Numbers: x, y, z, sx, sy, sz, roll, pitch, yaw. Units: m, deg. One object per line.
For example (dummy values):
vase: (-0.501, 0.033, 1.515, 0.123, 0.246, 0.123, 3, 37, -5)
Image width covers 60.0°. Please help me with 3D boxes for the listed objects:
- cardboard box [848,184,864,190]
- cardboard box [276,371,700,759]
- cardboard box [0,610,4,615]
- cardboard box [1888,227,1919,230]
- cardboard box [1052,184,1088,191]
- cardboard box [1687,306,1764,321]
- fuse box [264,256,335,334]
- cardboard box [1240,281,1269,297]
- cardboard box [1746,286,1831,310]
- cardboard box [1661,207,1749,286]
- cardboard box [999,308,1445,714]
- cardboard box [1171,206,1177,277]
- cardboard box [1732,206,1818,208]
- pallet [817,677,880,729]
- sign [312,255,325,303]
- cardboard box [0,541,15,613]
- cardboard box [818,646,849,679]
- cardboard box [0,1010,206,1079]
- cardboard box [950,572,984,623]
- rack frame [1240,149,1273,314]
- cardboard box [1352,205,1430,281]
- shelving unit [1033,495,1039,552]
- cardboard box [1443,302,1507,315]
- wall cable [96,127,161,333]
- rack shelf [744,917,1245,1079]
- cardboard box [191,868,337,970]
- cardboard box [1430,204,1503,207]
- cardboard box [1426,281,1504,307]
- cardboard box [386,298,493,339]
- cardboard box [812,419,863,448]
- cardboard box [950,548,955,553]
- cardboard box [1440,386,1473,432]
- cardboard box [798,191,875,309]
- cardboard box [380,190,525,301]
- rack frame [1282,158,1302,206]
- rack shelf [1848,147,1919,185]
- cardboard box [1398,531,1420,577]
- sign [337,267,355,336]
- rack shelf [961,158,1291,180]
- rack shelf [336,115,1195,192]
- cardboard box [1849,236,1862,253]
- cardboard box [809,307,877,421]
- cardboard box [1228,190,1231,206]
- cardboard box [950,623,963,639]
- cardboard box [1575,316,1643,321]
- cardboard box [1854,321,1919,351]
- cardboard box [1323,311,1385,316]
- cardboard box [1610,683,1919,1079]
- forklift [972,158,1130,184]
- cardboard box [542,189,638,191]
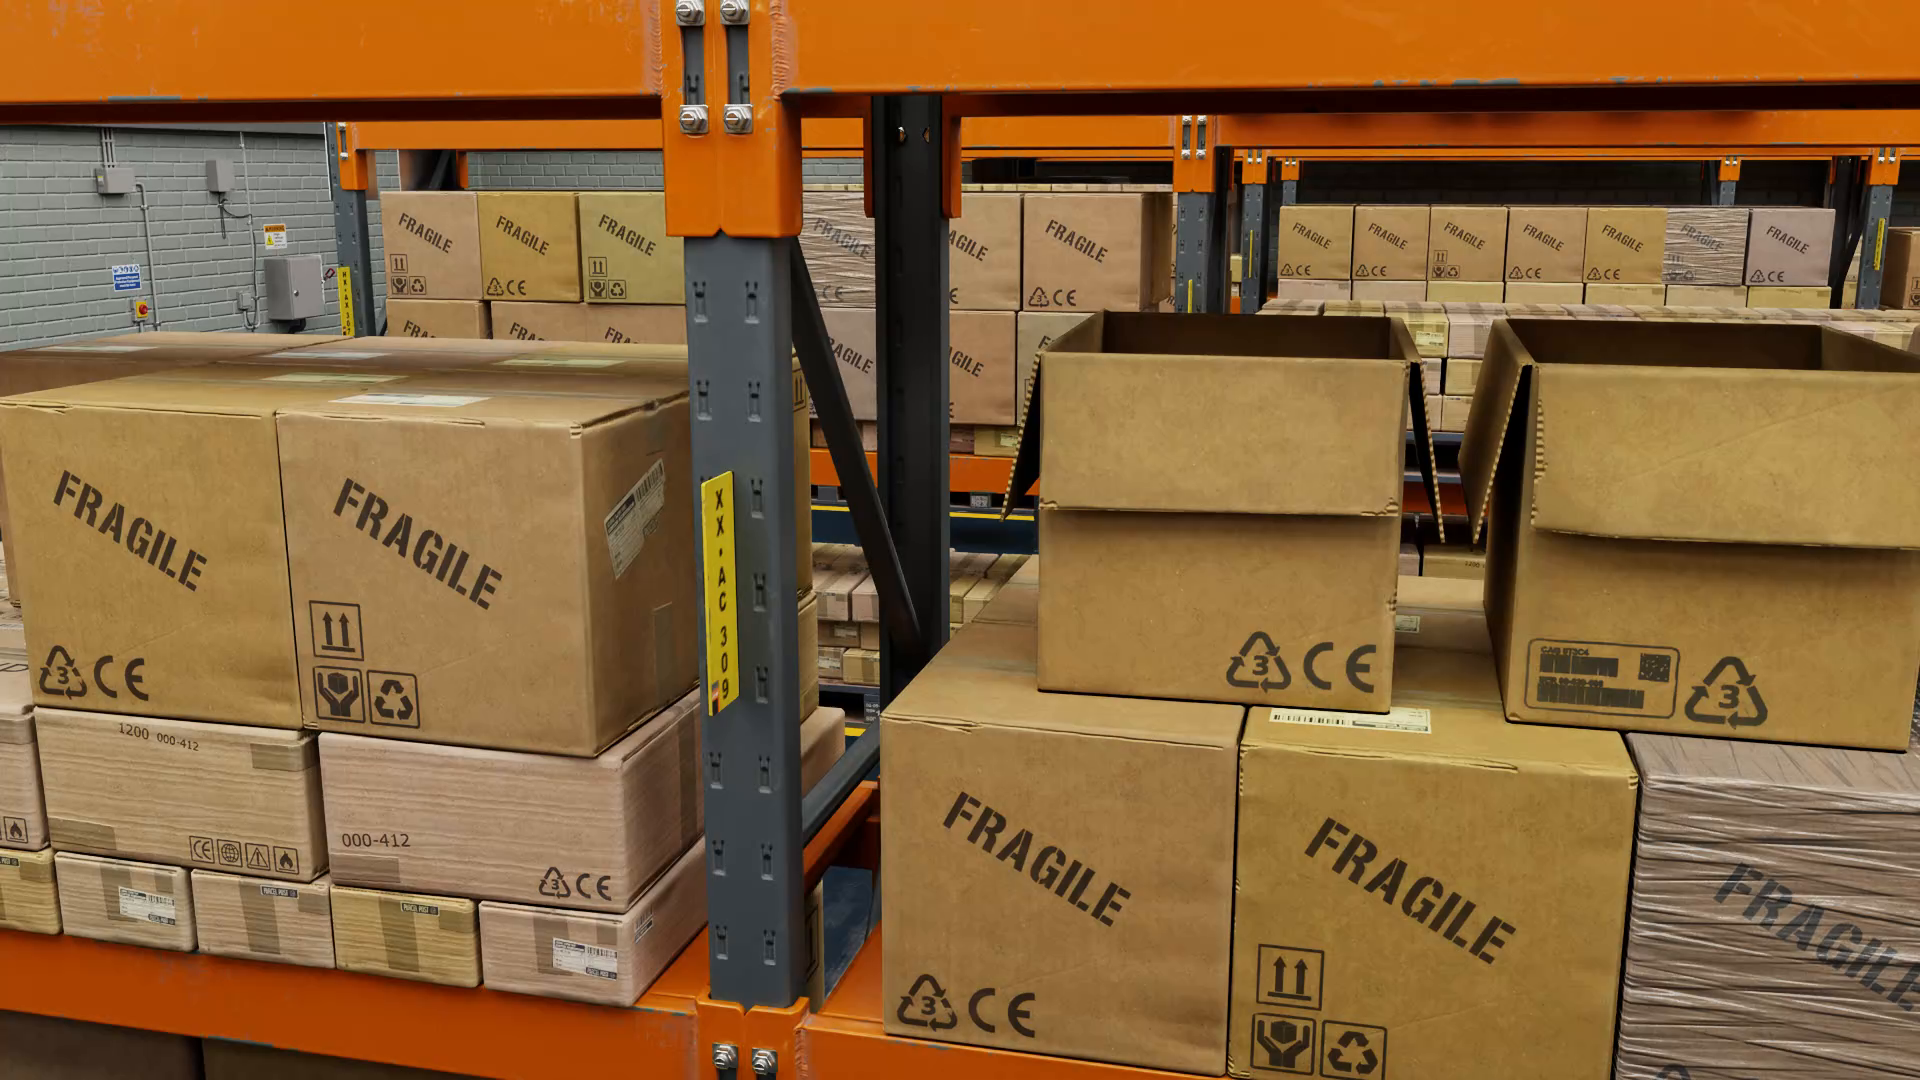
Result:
cardboard box: (-0.673, -2.604, 12.509, 0.250, 0.149, 0.380, 3, 13, 12)
cardboard box: (-0.709, 0.013, 2.680, 0.500, 0.500, 0.500, 3, 13, 15)
cardboard box: (-2.180, 0.299, 3.121, 0.500, 0.250, 0.500, 3, 13, 12)
cardboard box: (6.567, -1.892, 11.449, 0.500, 0.500, 0.500, 3, 13, 12)
cardboard box: (0.829, -2.535, 12.195, 0.250, 0.149, 0.380, 3, 13, 13)
cardboard box: (3.293, -0.917, 7.180, 0.250, 0.149, 0.380, 3, 13, 15)
fuse box: (-6.543, -1.966, 16.645, 0.414, 1.711, 0.539, 3, 13, 14)
cardboard box: (2.991, -2.550, 16.884, 0.250, 0.149, 0.380, 3, 13, 14)
cardboard box: (5.528, -1.601, 11.215, 0.500, 0.250, 0.500, 3, 13, 13)
cardboard box: (4.995, -1.992, 11.246, 0.500, 0.500, 0.500, 3, 13, 15)
cardboard box: (0.424, -0.089, 2.662, 0.637, 0.503, 0.797, 3, 13, 12)
cardboard box: (1.652, -2.169, 12.045, 0.500, 0.500, 0.500, 3, 13, 13)
cardboard box: (5.639, -2.072, 11.608, 0.500, 0.500, 0.500, 3, 13, 12)
pallet: (-0.761, 0.652, 8.309, 1.213, 0.211, 1.003, 3, 13, 14)
sign: (-6.625, -2.663, 17.032, 0.001, 0.494, 0.329, 3, 13, 14)
cardboard box: (-2.055, 0.187, 3.625, 0.500, 0.250, 0.500, 3, 13, 14)
cardboard box: (-0.616, 0.537, 7.999, 0.250, 0.149, 0.380, 3, 13, 15)
cardboard box: (-1.694, 1.153, 3.548, 0.875, 0.875, 0.875, 3, 13, 14)
cardboard box: (-0.054, 0.267, 7.844, 0.250, 0.149, 0.380, 3, 13, 15)
rack frame: (2.176, -1.666, 12.316, 0.127, 3.000, 1.000, 3, 13, 14)
cardboard box: (3.035, -2.099, 11.728, 0.500, 0.500, 0.500, 3, 13, 13)
shelving unit: (0.083, -0.728, 11.551, 1.048, 1.500, 0.538, 3, 13, 14)
cardboard box: (2.291, -0.971, 7.423, 0.250, 0.149, 0.380, 3, 13, 13)
wall cable: (-7.188, -2.672, 14.435, 0.123, 1.953, 0.585, 3, 13, 14)
rack shelf: (1.743, 0.873, 2.533, 4.000, 0.370, 1.077, 3, 13, 14)
cardboard box: (-1.072, 0.567, 2.831, 0.250, 0.149, 0.380, 3, 13, 13)
cardboard box: (3.661, -2.176, 12.079, 0.500, 0.500, 0.500, 3, 13, 15)
cardboard box: (3.532, -1.701, 11.669, 0.500, 0.250, 0.500, 3, 13, 14)
cardboard box: (-2.426, -0.940, 8.126, 0.500, 0.500, 0.500, 4, 13, 16)
cardboard box: (-0.516, -0.530, 7.778, 0.250, 0.149, 0.380, 3, 13, 13)
cardboard box: (-0.194, 0.147, 8.386, 0.250, 0.149, 0.380, 3, 13, 15)
cardboard box: (2.116, -0.544, 6.873, 0.250, 0.149, 0.380, 3, 13, 14)
cardboard box: (-0.430, -1.324, 7.552, 0.500, 0.500, 0.500, 3, 13, 15)
cardboard box: (-2.423, -1.430, 8.028, 0.500, 0.500, 0.500, 3, 13, 13)
rack frame: (3.362, -2.710, 17.021, 0.127, 3.000, 1.000, 3, 13, 14)
rack shelf: (8.001, -2.467, 10.665, 4.000, 0.370, 1.077, 3, 13, 14)
cardboard box: (1.742, 0.124, 7.321, 0.500, 0.250, 0.500, 2, 13, 11)
sign: (-2.925, -1.136, 7.928, 0.005, 0.325, 0.100, 3, 13, 14)
rack shelf: (1.420, -3.927, 17.242, 4.000, 0.370, 1.077, 3, 13, 14)
rack shelf: (-0.854, -1.836, 7.821, 4.000, 0.370, 1.077, 3, 13, 14)
cardboard box: (8.256, -2.757, 15.505, 0.250, 0.149, 0.380, 3, 13, 14)
cardboard box: (-0.436, -0.832, 7.643, 0.500, 0.500, 0.500, 3, 13, 13)
cardboard box: (1.801, -2.468, 11.897, 0.250, 0.149, 0.380, 3, 13, 12)
cardboard box: (-0.044, 0.417, 7.853, 0.250, 0.149, 0.380, 3, 13, 14)
cardboard box: (2.616, -0.808, 6.688, 0.250, 0.149, 0.380, 4, 13, 16)
cardboard box: (3.628, -0.754, 6.443, 0.250, 0.149, 0.380, 3, 13, 15)
cardboard box: (1.632, -0.862, 6.930, 0.250, 0.149, 0.380, 3, 13, 15)
cardboard box: (1.162, 0.498, 2.333, 0.500, 0.500, 0.500, 3, 13, 12)
forklift: (0.887, -2.065, 14.275, 3.031, 2.935, 1.130, 3, 13, 15)
cardboard box: (-1.800, -1.511, 8.395, 0.500, 0.500, 0.500, 3, 13, 12)
